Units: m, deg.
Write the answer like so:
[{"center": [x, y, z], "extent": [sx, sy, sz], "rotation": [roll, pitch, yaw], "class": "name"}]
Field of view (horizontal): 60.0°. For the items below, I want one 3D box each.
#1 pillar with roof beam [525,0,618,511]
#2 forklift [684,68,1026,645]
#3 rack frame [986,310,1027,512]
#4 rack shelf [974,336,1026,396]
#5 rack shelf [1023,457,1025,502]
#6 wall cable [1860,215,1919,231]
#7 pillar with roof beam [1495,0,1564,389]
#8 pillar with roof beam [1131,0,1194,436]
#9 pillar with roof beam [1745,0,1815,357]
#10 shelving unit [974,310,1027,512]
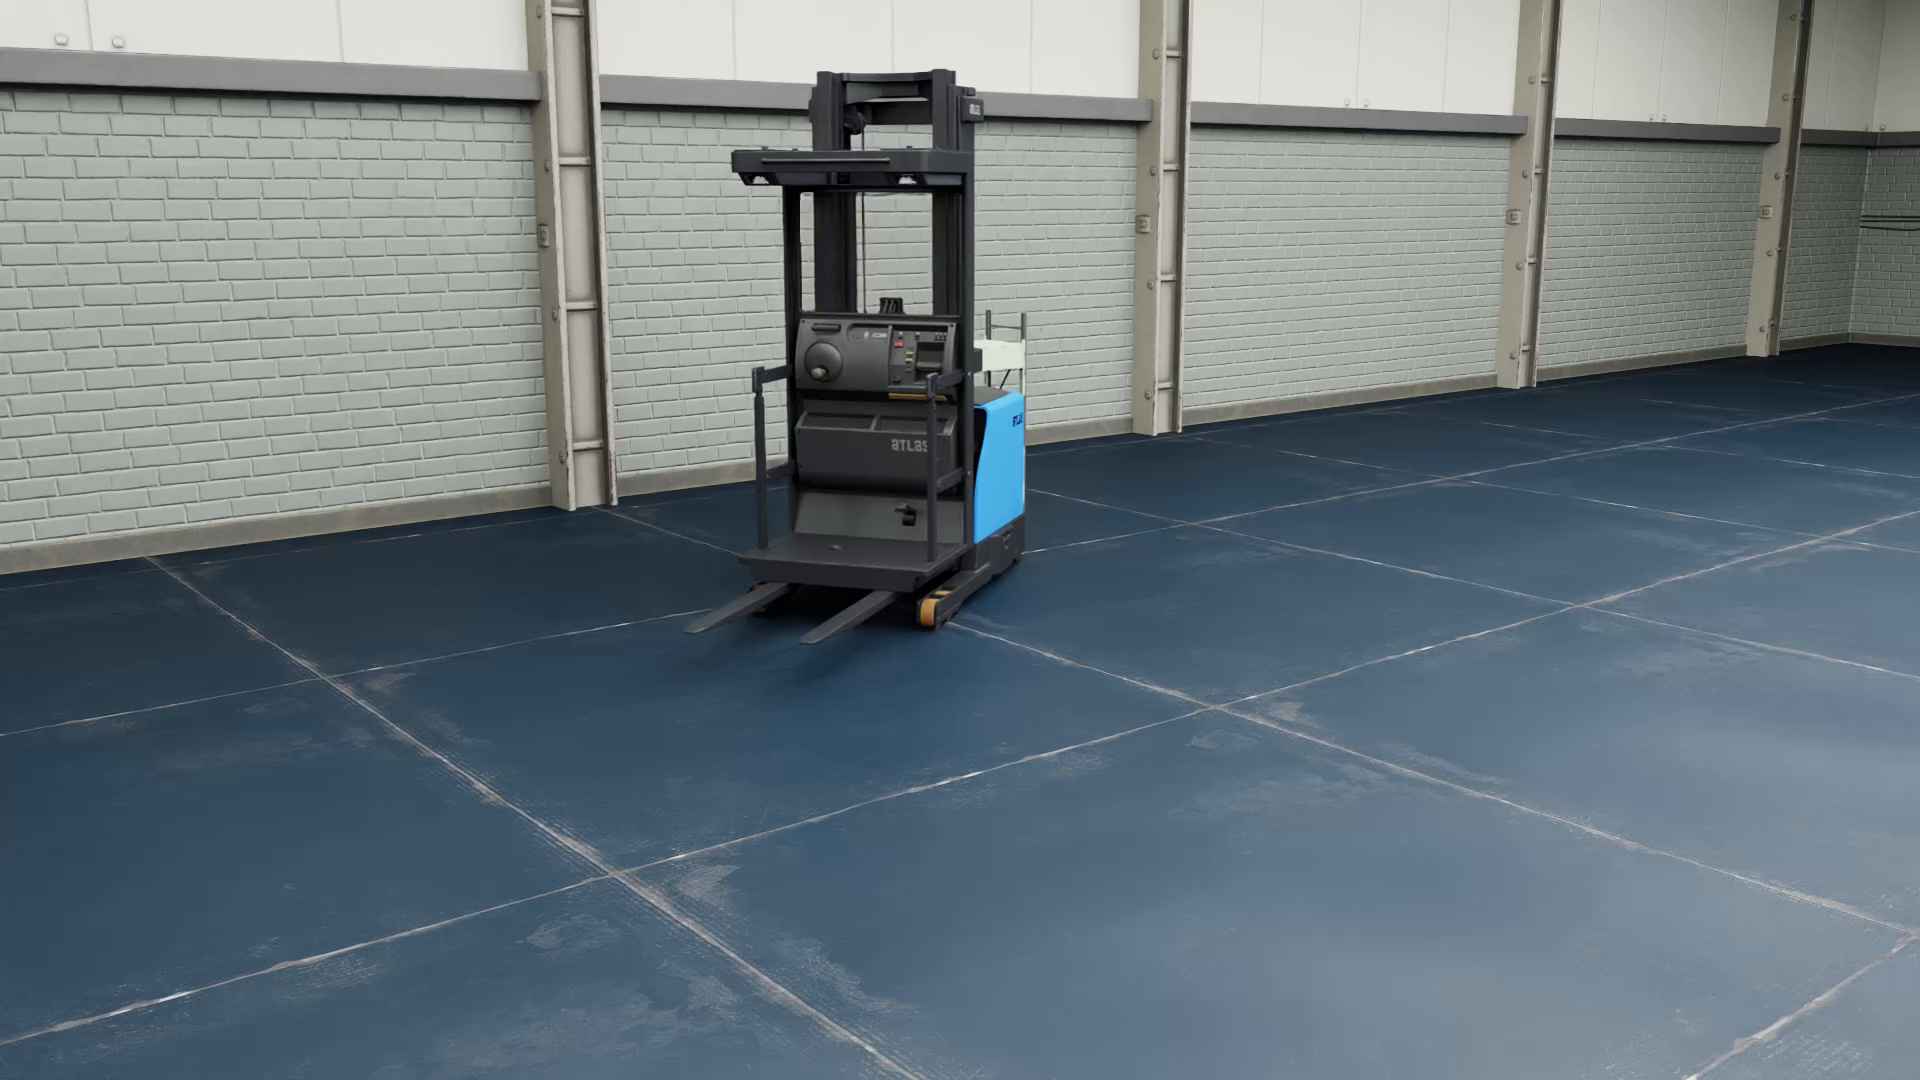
[{"center": [-0.103, -3.967, 8.146], "extent": [0.400, 9.000, 9.100], "rotation": [-9, 15, -38], "class": "pillar with roof beam"}, {"center": [-0.535, -1.052, 9.026], "extent": [1.130, 2.935, 3.031], "rotation": [4, 13, 18], "class": "forklift"}, {"center": [0.307, -0.792, 11.249], "extent": [0.023, 1.500, 0.400], "rotation": [-9, 15, -38], "class": "rack frame"}, {"center": [0.021, -1.127, 10.944], "extent": [0.720, 0.370, 0.431], "rotation": [-9, 15, -38], "class": "rack shelf"}, {"center": [0.021, -0.426, 11.093], "extent": [0.720, 0.370, 0.431], "rotation": [-9, 15, -38], "class": "rack shelf"}, {"center": [14.389, -5.650, 23.547], "extent": [0.112, 2.526, 3.097], "rotation": [-9, 15, -38], "class": "wall cable"}, {"center": [9.267, -5.524, 15.479], "extent": [0.400, 9.000, 9.100], "rotation": [-9, 15, -38], "class": "pillar with roof beam"}, {"center": [4.582, -4.746, 11.813], "extent": [0.400, 9.000, 9.100], "rotation": [-9, 15, -38], "class": "pillar with roof beam"}, {"center": [13.952, -6.303, 19.146], "extent": [0.400, 9.000, 9.100], "rotation": [-9, 15, -38], "class": "pillar with roof beam"}, {"center": [0.021, -0.745, 11.026], "extent": [0.755, 1.500, 0.431], "rotation": [-9, 15, -38], "class": "shelving unit"}]
